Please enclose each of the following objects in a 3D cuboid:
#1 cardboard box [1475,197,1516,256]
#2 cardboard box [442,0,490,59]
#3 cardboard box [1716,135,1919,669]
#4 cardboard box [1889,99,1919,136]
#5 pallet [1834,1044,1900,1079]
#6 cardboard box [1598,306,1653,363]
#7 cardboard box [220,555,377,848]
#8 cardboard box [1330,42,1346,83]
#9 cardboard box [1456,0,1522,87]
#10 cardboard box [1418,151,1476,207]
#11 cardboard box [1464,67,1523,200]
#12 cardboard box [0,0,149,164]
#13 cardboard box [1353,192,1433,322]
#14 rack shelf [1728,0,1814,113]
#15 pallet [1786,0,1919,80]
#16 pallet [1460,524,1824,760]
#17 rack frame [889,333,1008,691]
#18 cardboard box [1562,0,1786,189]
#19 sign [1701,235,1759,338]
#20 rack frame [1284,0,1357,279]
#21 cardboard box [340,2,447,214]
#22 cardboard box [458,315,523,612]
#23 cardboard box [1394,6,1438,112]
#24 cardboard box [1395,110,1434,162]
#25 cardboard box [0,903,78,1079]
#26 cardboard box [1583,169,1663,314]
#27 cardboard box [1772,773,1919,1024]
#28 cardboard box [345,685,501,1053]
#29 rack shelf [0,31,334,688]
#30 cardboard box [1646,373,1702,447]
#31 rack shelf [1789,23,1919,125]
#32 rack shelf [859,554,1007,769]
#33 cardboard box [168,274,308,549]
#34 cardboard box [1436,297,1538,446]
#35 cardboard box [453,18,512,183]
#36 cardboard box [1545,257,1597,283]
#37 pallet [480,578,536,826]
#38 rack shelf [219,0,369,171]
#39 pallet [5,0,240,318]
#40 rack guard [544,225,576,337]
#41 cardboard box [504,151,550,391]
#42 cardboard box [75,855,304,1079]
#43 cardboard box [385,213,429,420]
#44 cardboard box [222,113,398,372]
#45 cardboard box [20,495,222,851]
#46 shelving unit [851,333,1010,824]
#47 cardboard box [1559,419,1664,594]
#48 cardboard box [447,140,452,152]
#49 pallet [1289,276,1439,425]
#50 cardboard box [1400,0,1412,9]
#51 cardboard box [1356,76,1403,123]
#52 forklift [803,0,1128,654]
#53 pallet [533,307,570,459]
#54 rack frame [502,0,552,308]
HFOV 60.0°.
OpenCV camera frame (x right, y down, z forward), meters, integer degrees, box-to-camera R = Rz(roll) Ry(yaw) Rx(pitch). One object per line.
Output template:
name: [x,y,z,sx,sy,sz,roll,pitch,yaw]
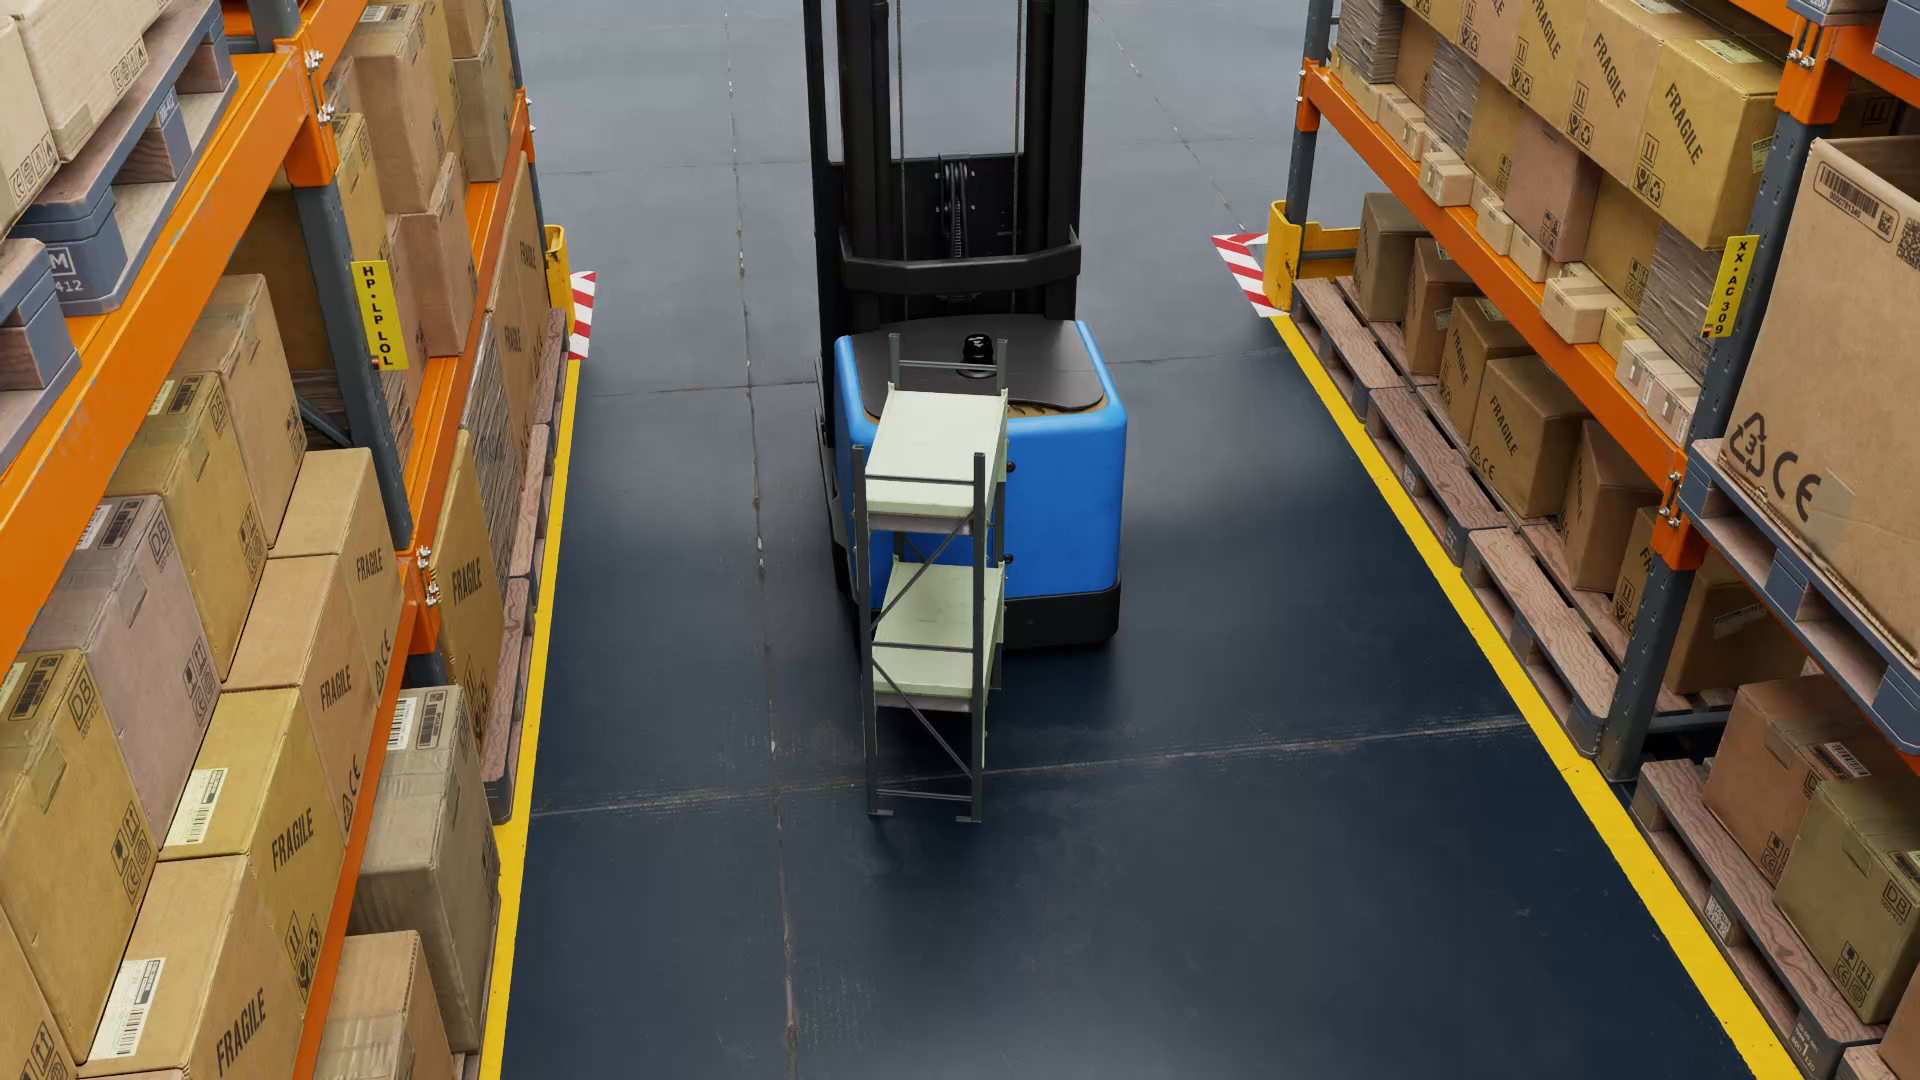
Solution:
cardboard box: [2.306,-1.266,6.667,0.380,0.149,0.250,-4,35,-6]
cardboard box: [-2.476,-2.345,6.935,0.875,0.550,0.550,-4,35,-6]
cardboard box: [2.782,-0.401,4.270,1.000,1.000,1.000,-4,34,-6]
cardboard box: [3.005,-1.282,5.226,0.500,0.500,0.500,-4,35,-6]
pallet: [3.087,1.835,4.370,1.003,0.211,1.213,-4,35,-6]
cardboard box: [2.495,-0.712,5.854,0.380,0.149,0.250,-4,35,-6]
cardboard box: [-1.712,0.397,3.915,0.500,0.500,0.500,-5,35,-7]
cardboard box: [2.078,-2.385,8.309,0.380,0.149,0.250,-4,35,-6]
cardboard box: [2.282,-2.079,6.396,0.500,0.500,0.500,-4,35,-6]
cardboard box: [2.183,-1.541,7.070,0.380,0.149,0.250,-4,35,-6]
cardboard box: [2.588,-1.689,6.712,0.875,0.500,0.500,-4,35,-6]
cardboard box: [-1.731,-0.835,2.819,0.500,0.250,0.500,-5,35,-7]
cardboard box: [2.343,-1.457,8.571,0.500,0.500,0.500,2,34,2]
rack shelf: [2.544,-2.492,6.218,1.077,0.370,4.000,-4,35,-6]
pallet: [2.791,-1.243,3.914,1.213,0.211,1.003,-4,35,-6]
pallet: [2.688,0.346,6.554,1.003,0.211,1.213,-4,35,-6]
rack frame: [-0.040,-0.058,6.004,0.400,1.500,0.023,4,34,5]
cardboard box: [2.412,-1.520,5.577,0.500,0.500,0.500,-4,35,-6]
sign: [2.277,-0.746,4.913,0.100,0.325,0.005,-4,35,-6]
rack frame: [2.275,-2.666,8.498,1.000,3.000,0.127,-4,35,-6]
cardboard box: [-2.256,-1.441,5.609,0.875,0.550,0.550,-4,35,-6]
cardboard box: [-2.255,-0.269,6.495,0.875,0.875,0.875,-4,34,-6]
cardboard box: [2.508,-2.251,7.537,0.875,0.500,0.500,-4,35,-6]
cardboard box: [2.192,-1.825,7.488,0.380,0.149,0.250,-4,35,-6]
cardboard box: [-1.768,0.844,2.372,0.700,0.500,0.500,-5,35,-7]
cardboard box: [2.782,-1.135,5.900,0.875,0.500,0.500,-4,35,-6]
cardboard box: [2.920,1.029,4.905,0.700,0.500,0.500,-5,35,-7]
cardboard box: [-1.942,0.981,4.771,1.050,0.750,0.750,-5,35,-7]
rack shelf: [-1.846,0.059,2.475,1.077,0.370,4.000,-4,35,-6]
cardboard box: [2.493,-0.428,5.437,0.380,0.149,0.250,-4,35,-6]
rack shelf: [3.082,-0.260,2.943,1.077,0.370,4.000,-4,35,-6]
rack shelf: [-0.082,0.416,5.887,0.431,0.370,0.720,4,34,5]
cardboard box: [-2.043,-0.292,4.039,0.700,0.500,0.500,-5,35,-7]
cardboard box: [2.523,-0.775,7.570,0.500,0.500,0.500,-1,34,-2]
cardboard box: [-2.463,-1.900,7.241,0.875,0.550,0.550,-4,35,-6]
cardboard box: [2.448,-0.993,6.266,0.380,0.149,0.250,-4,35,-6]
pallet: [-2.140,0.608,6.171,1.003,0.211,1.213,-4,35,-6]
rack shelf: [-2.384,-2.173,5.750,1.077,0.370,4.000,-4,35,-6]
pallet: [-1.943,-0.767,3.218,0.805,0.209,1.217,-6,35,-8]
rack guard: [-2.656,-1.327,8.753,1.175,0.500,0.348,-4,35,-6]
cardboard box: [-2.496,-1.269,7.962,0.875,0.875,0.875,-4,34,-6]
cardboard box: [-1.573,0.962,3.086,0.500,0.500,0.500,-5,35,-7]
cardboard box: [-2.273,-0.687,5.461,0.875,0.550,0.550,-4,35,-6]
cardboard box: [-2.131,-0.831,4.714,0.875,0.550,0.550,-4,35,-6]
cardboard box: [-1.904,0.277,3.204,0.700,0.500,0.500,-4,34,-6]
shelving unit: [-0.082,0.147,5.703,0.431,1.500,0.755,4,34,5]
cardboard box: [2.715,-0.120,6.609,0.500,0.500,0.500,6,35,9]
cardboard box: [-2.400,-1.285,6.339,0.875,0.550,0.500,-4,35,-6]
pallet: [2.360,-1.015,8.552,1.003,0.211,1.213,-4,35,-6]
cardboard box: [2.140,-2.636,7.214,0.500,0.500,0.500,-4,35,-6]
cardboard box: [2.111,-2.103,7.896,0.380,0.149,0.250,-4,35,-6]
forklift: [-0.087,-1.562,6.940,1.130,2.935,3.031,-5,35,-7]
pallet: [-2.468,-0.754,8.169,1.003,0.211,1.213,-4,35,-6]
rack frame: [-2.653,-2.347,8.030,1.000,3.000,0.127,-4,35,-6]
